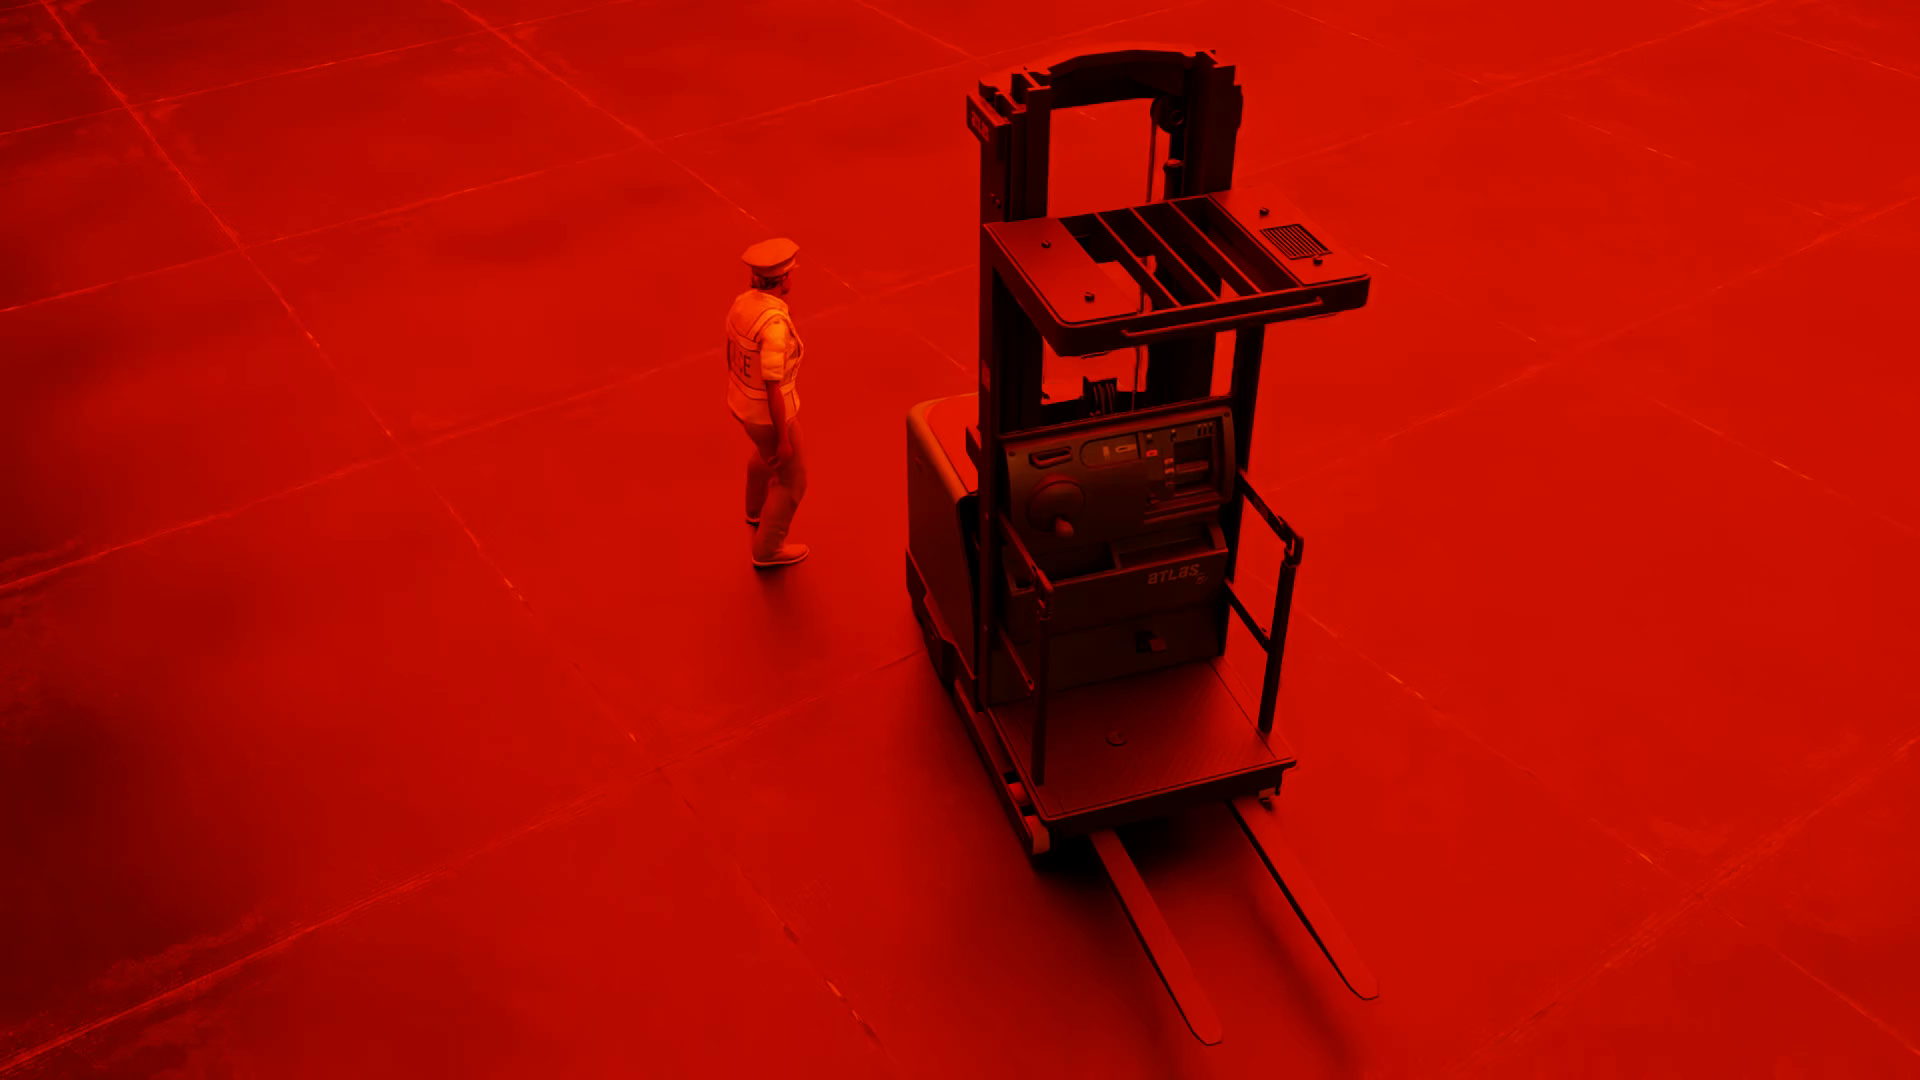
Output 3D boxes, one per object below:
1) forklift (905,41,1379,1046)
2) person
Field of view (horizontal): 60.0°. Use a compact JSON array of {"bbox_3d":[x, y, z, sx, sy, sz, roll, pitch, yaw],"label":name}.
[{"bbox_3d":[0.688,-0.184,6.193,1.130,2.935,3.031,-11,38,-15],"label":"forklift"},{"bbox_3d":[-0.916,-0.646,7.924,0.397,1.632,0.788,-18,40,-23],"label":"person"}]
